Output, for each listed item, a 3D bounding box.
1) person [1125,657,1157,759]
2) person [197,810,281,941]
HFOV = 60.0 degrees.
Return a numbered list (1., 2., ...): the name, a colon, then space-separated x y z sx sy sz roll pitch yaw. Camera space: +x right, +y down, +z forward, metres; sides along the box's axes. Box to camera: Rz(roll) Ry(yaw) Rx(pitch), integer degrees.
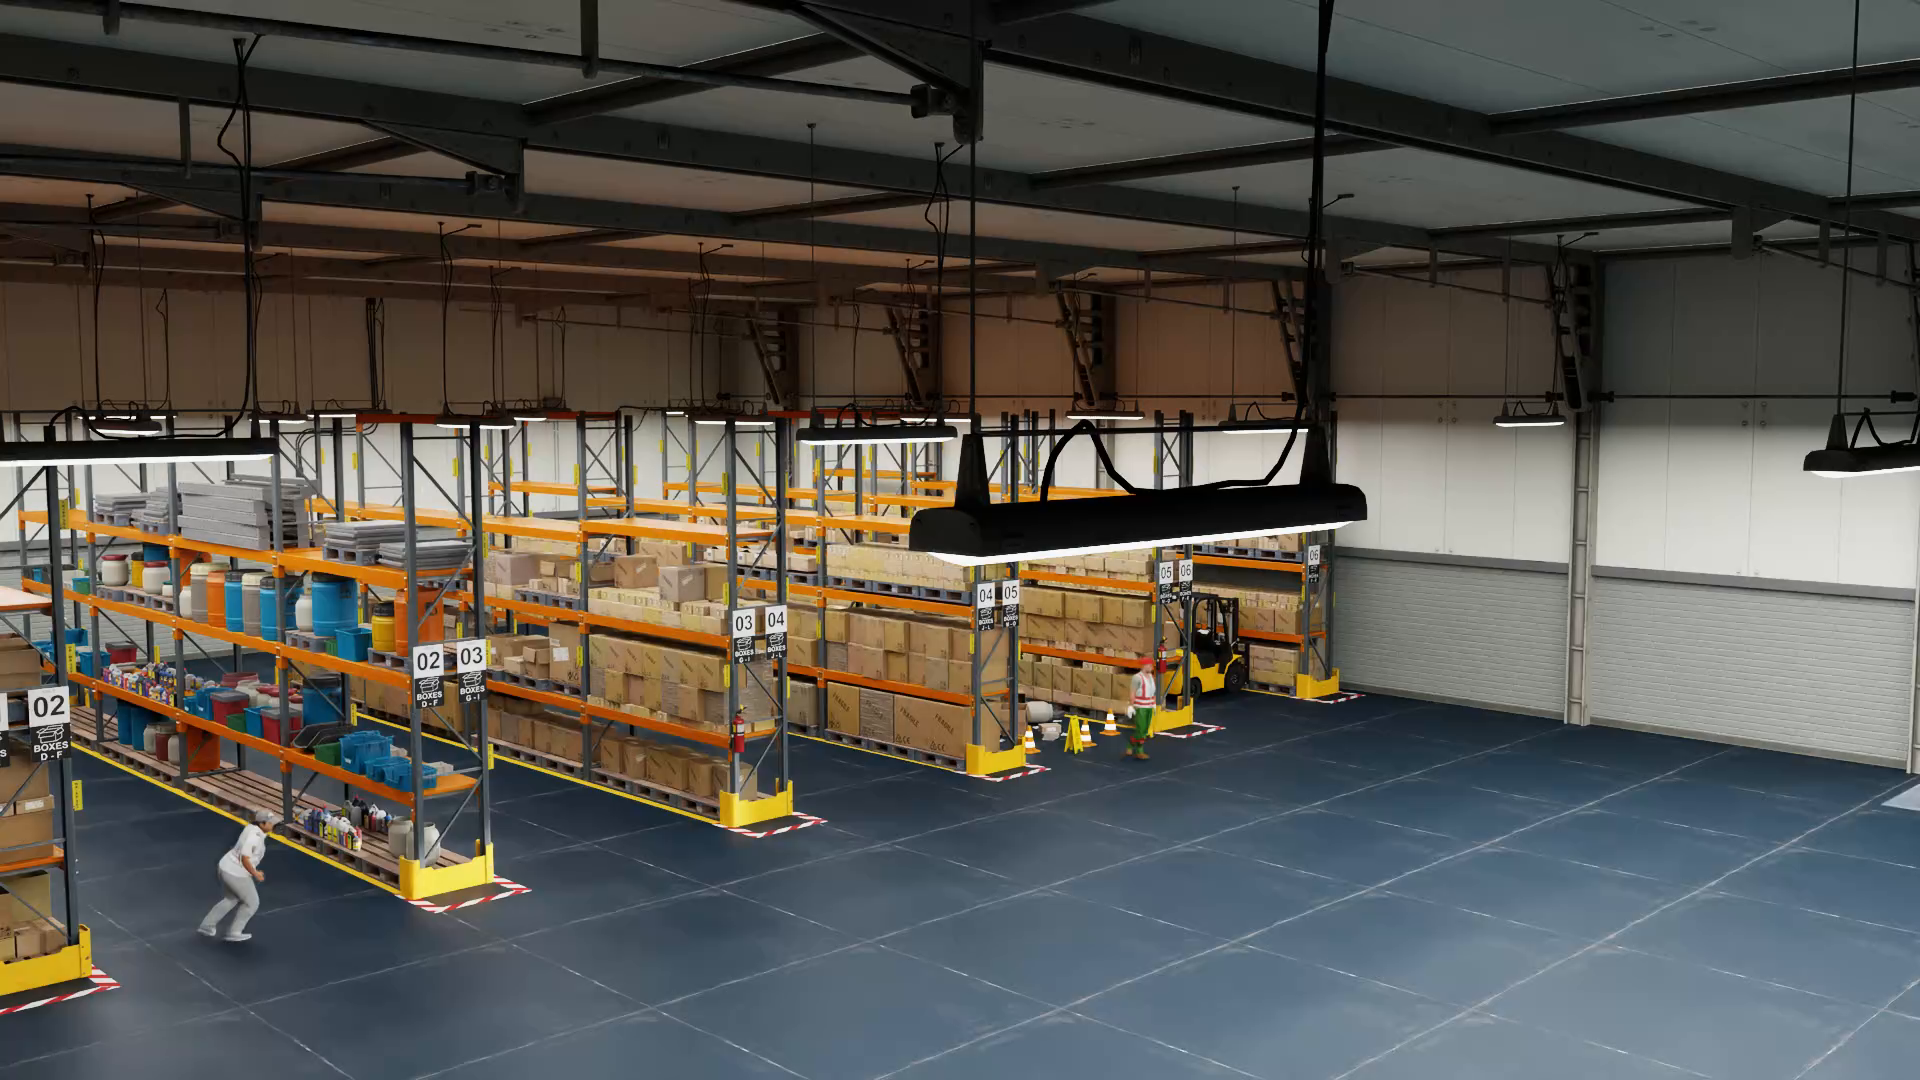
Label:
1. person: 3.145 2.918 28.959 0.441 1.781 0.610 5 7 42
2. person: -8.392 3.904 19.355 0.900 1.523 0.639 -3 6 -34
